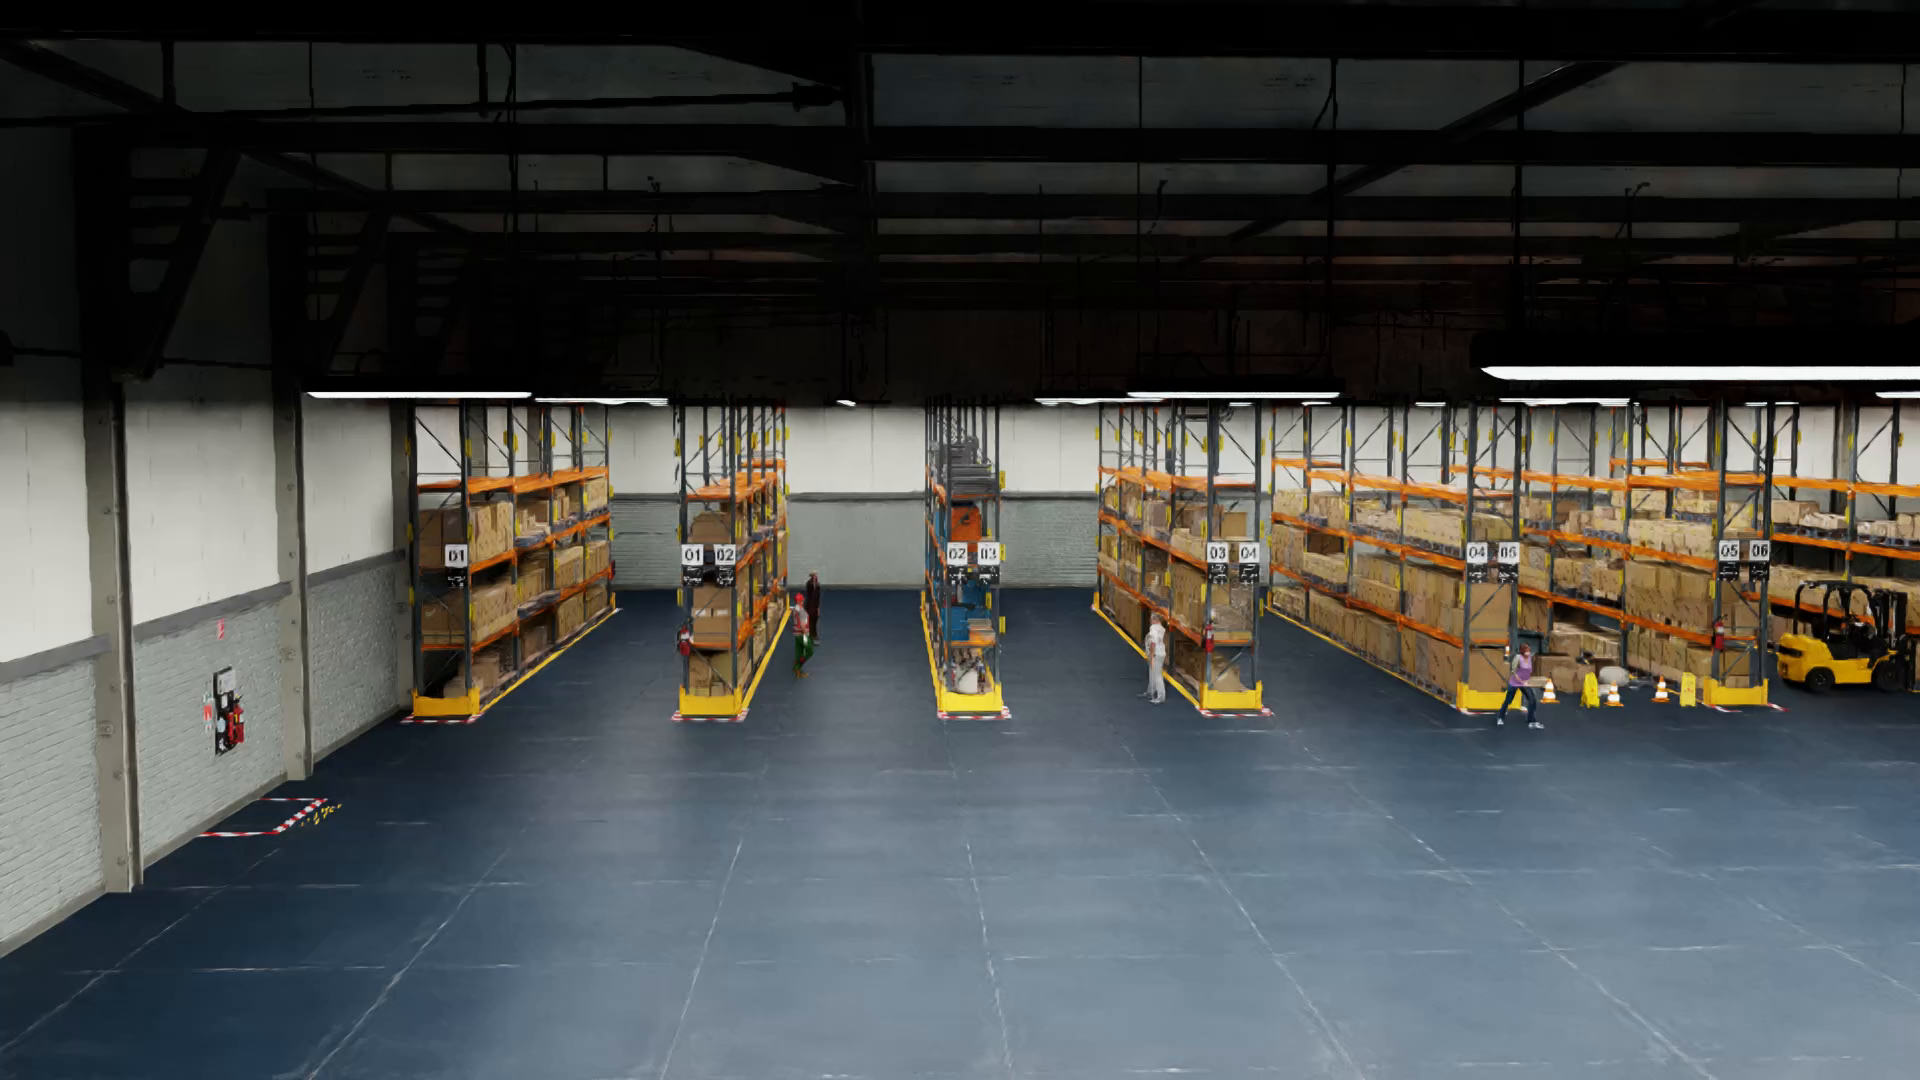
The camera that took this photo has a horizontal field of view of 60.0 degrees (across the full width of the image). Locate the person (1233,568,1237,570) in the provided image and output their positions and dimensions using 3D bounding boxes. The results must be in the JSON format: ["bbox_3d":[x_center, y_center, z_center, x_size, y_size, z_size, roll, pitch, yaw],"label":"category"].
[{"bbox_3d":[8.161,0.891,50.820,0.668,1.641,0.509,-4,6,-43],"label":"person"}]

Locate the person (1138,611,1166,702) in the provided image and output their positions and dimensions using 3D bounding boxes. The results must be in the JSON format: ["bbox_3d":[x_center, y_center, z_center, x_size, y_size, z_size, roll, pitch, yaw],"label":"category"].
[{"bbox_3d":[3.771,2.261,32.602,0.623,1.749,0.745,2,5,20],"label":"person"}]

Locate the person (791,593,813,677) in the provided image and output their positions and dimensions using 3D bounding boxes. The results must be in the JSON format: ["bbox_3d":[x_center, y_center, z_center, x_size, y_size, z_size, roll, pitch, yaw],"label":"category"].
[{"bbox_3d":[-3.396,2.033,35.441,0.425,1.779,0.598,-2,5,-28],"label":"person"}]

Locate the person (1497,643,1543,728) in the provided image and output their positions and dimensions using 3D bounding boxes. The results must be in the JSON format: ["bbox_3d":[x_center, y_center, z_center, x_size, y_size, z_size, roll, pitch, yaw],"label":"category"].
[{"bbox_3d":[10.047,2.585,29.889,0.554,1.525,0.786,-2,5,-20],"label":"person"}]

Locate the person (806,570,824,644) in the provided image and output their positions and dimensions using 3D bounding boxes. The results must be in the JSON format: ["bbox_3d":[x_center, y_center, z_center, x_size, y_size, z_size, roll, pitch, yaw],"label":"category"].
[{"bbox_3d":[-3.522,1.612,40.563,0.518,1.787,0.644,-2,5,-23],"label":"person"}]
